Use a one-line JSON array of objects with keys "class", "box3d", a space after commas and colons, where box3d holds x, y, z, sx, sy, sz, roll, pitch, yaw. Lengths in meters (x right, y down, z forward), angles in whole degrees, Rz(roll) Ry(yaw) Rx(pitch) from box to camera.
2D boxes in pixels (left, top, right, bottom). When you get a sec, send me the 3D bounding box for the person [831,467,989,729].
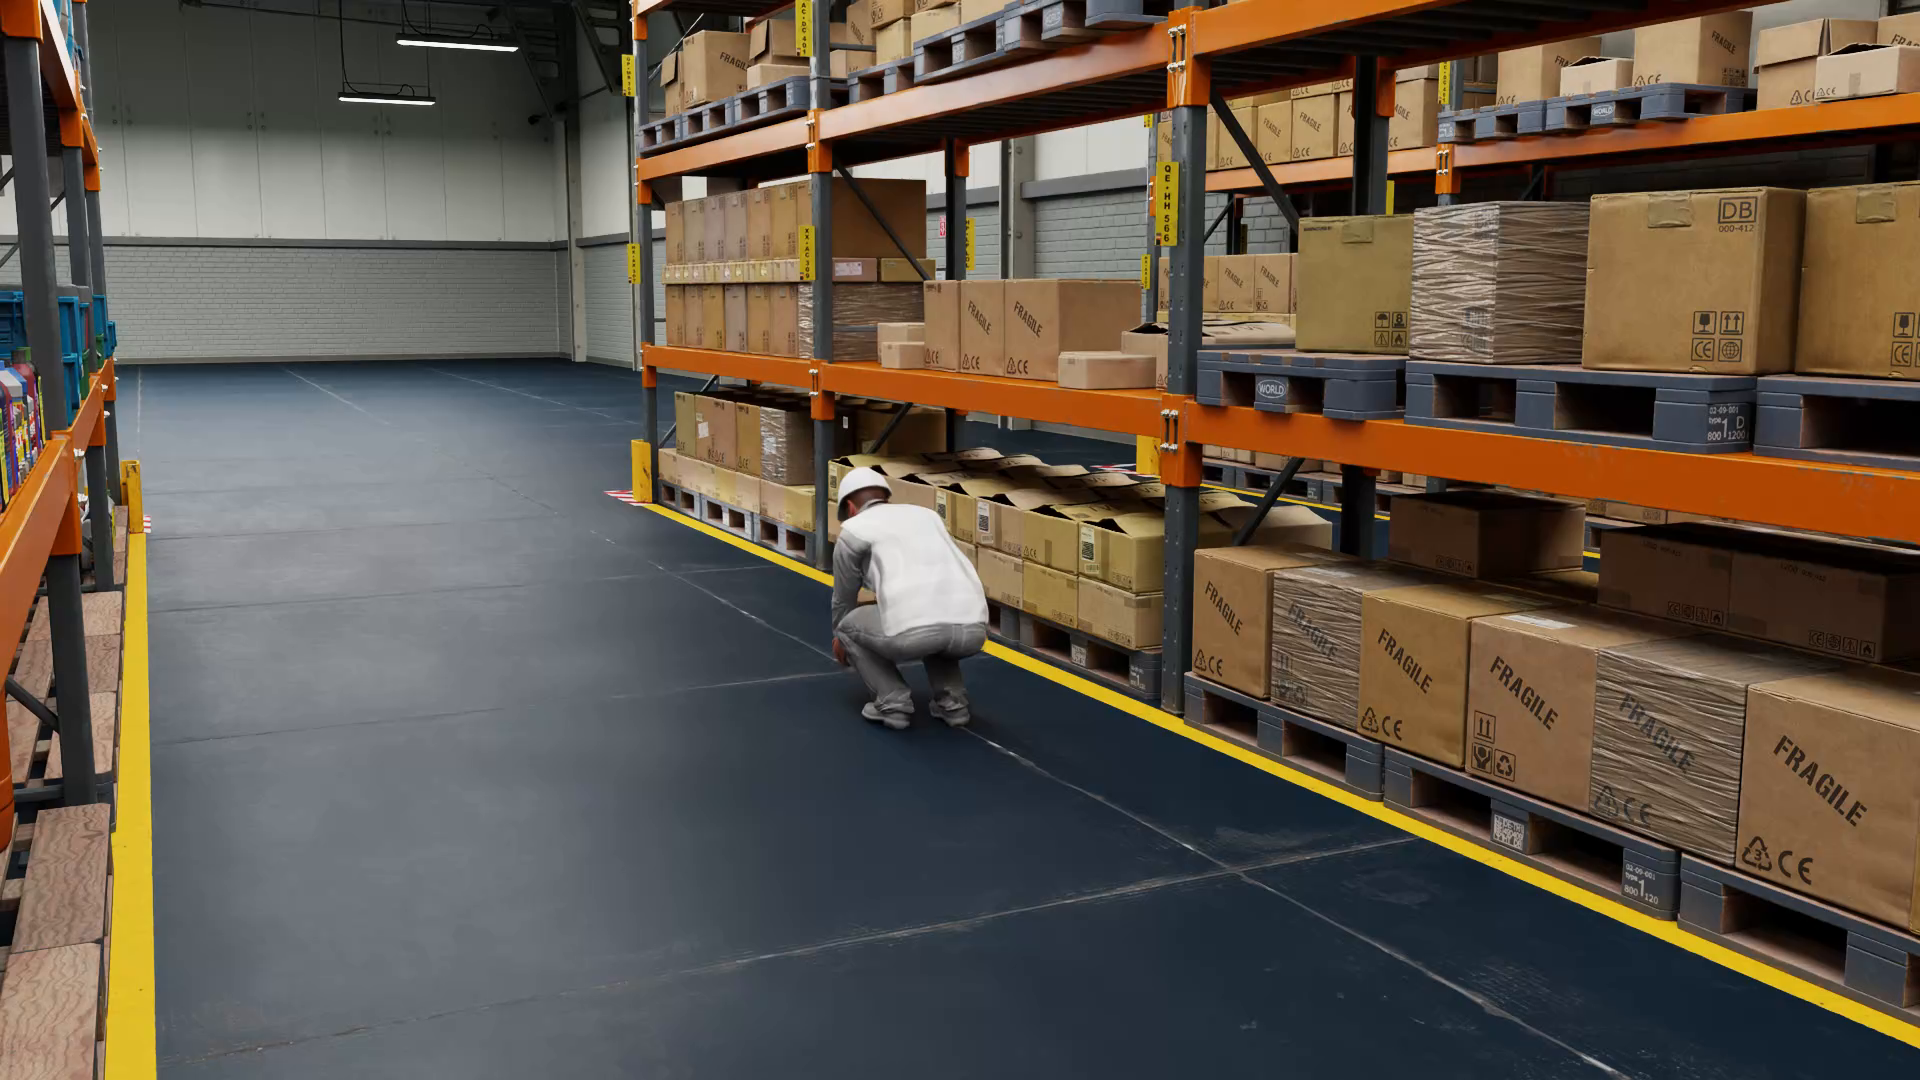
[{"class": "person", "box3d": [-0.238, 0.233, 6.825, 0.523, 1.012, 0.869, -4, 9, -26]}]
